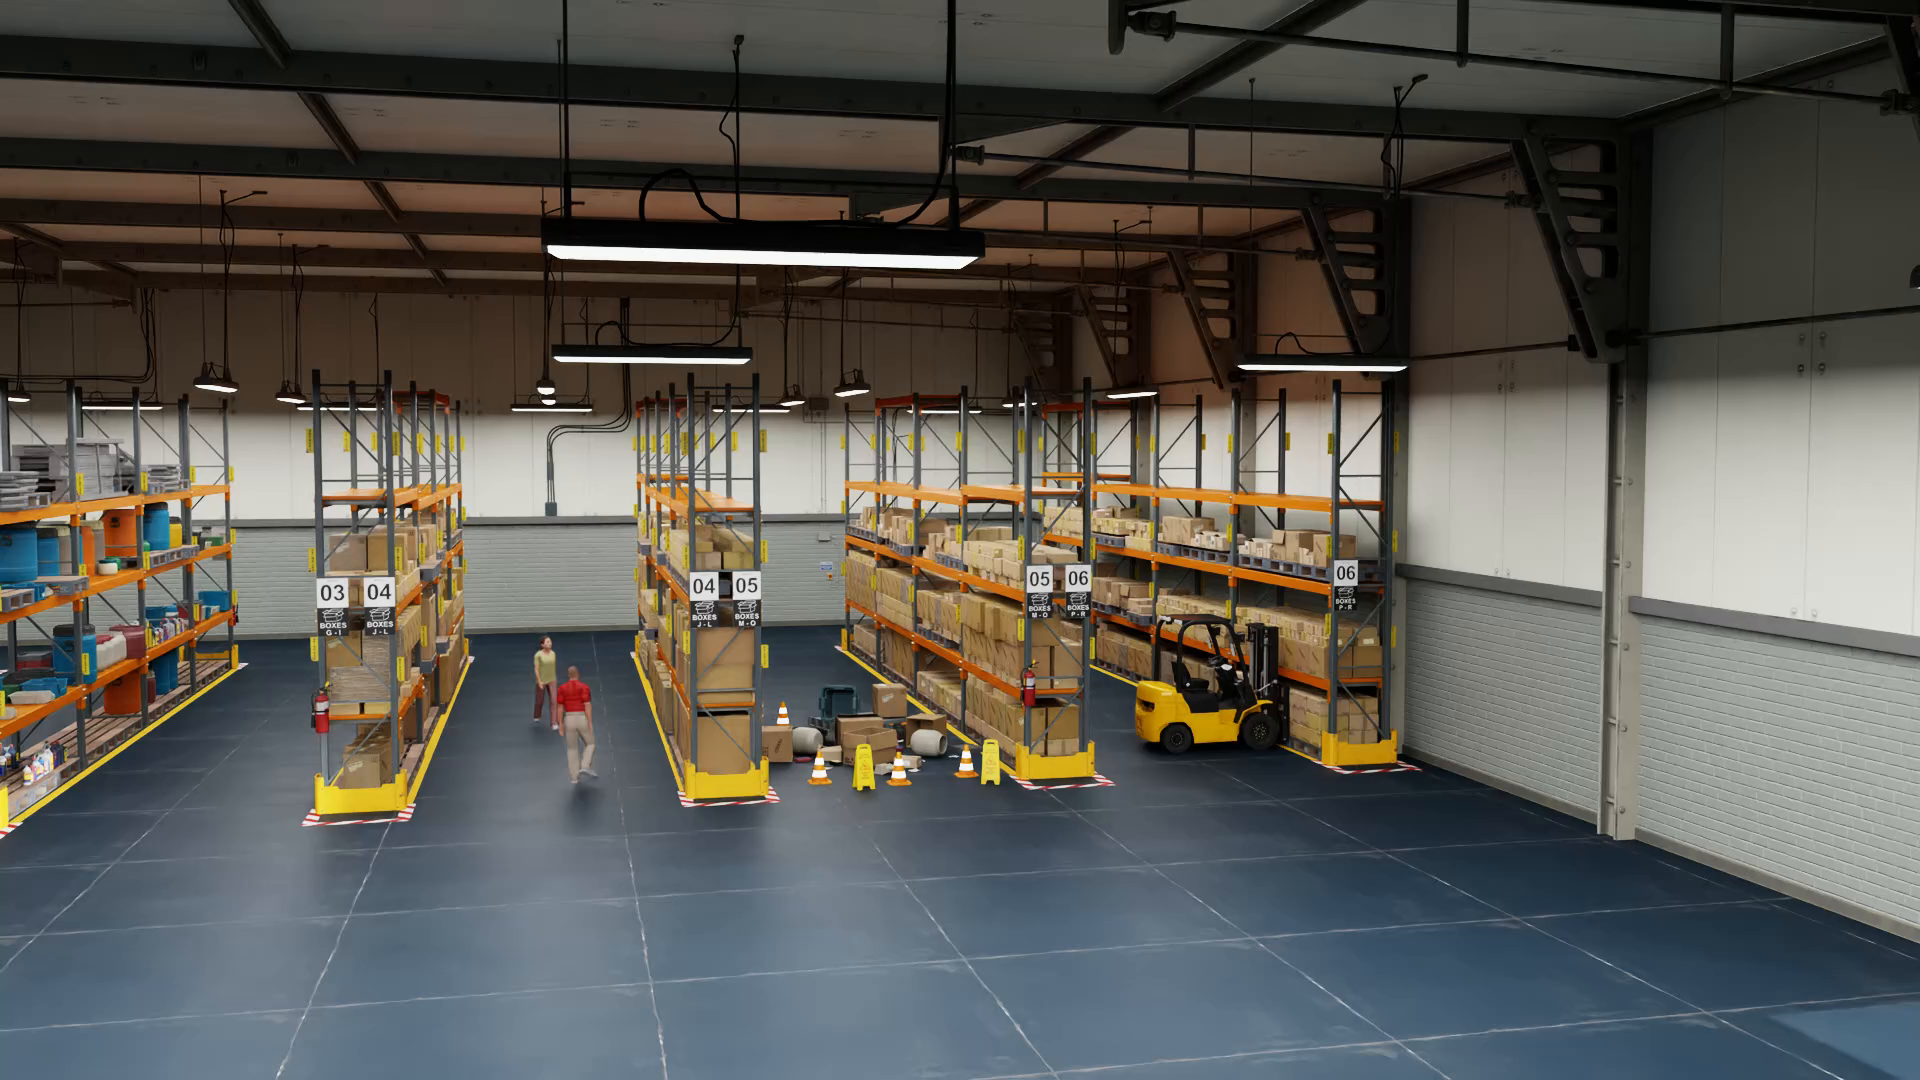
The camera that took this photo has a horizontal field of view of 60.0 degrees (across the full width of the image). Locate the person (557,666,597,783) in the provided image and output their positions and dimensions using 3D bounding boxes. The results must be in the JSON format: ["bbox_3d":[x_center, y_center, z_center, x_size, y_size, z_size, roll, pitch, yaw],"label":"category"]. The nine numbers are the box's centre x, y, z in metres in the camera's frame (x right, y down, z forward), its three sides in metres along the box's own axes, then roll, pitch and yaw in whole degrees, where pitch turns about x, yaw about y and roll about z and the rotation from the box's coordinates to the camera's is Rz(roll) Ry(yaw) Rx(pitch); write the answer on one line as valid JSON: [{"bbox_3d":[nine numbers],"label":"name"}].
[{"bbox_3d":[-5.652,2.721,24.521,0.598,1.715,0.493,0,3,-4],"label":"person"}]

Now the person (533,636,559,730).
[{"bbox_3d":[-7.272,2.488,29.146,0.409,1.622,1.019,-1,4,-23],"label":"person"}]
